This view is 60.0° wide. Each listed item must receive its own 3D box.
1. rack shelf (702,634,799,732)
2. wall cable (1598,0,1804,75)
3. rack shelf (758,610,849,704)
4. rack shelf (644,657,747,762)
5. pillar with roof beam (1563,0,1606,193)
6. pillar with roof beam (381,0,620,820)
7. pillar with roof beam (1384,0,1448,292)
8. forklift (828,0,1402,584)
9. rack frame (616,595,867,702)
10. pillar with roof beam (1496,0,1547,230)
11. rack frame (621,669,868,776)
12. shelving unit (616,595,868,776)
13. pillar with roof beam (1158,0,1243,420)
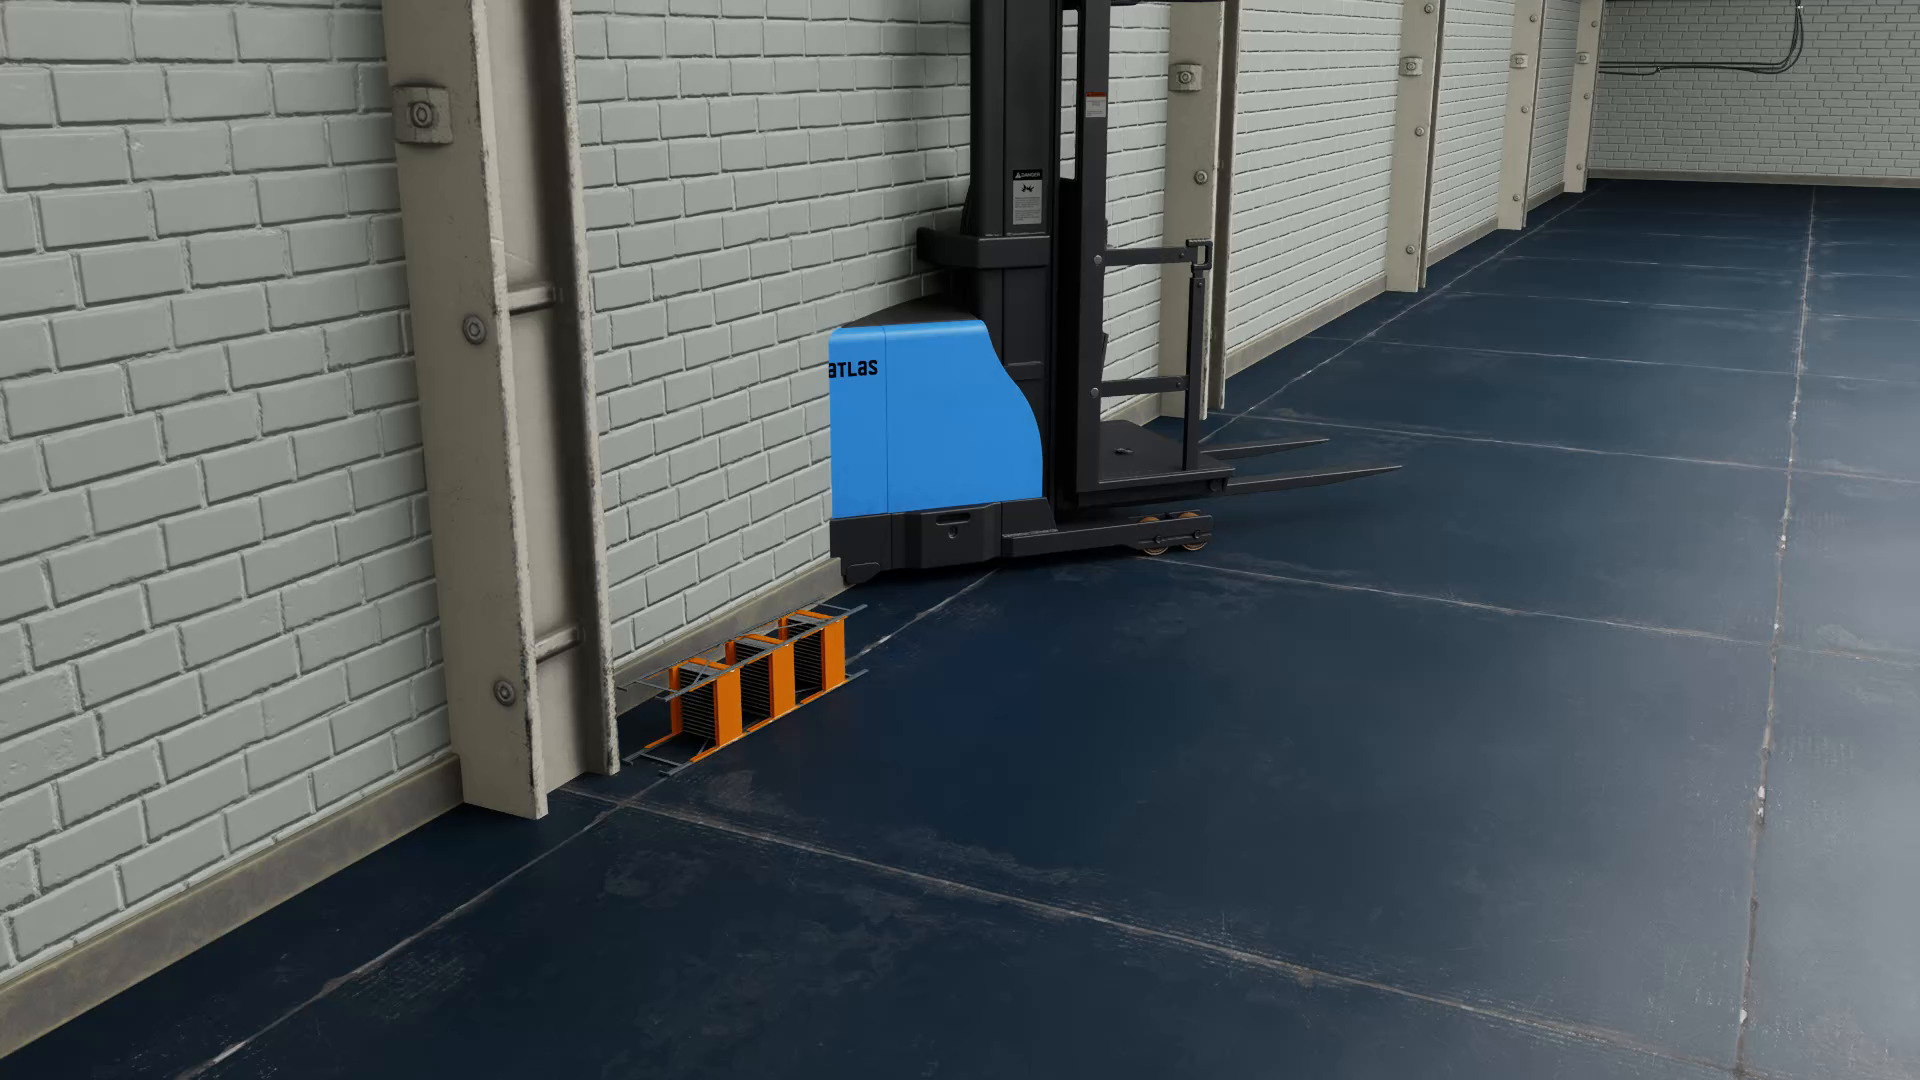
[{"bbox_3d":[-0.697,0.463,5.512,0.215,0.240,0.259,10,19,31],"label":"rack shelf"},{"bbox_3d":[11.951,-8.782,26.740,3.097,2.526,0.112,8,18,25],"label":"wall cable"},{"bbox_3d":[-0.546,0.395,5.743,0.215,0.240,0.259,10,19,31],"label":"rack shelf"},{"bbox_3d":[-0.846,0.530,5.287,0.215,0.240,0.259,10,19,31],"label":"rack shelf"},{"bbox_3d":[13.303,-9.140,22.494,9.100,9.000,0.400,8,18,25],"label":"pillar with roof beam"},{"bbox_3d":[2.579,-3.027,1.912,9.100,9.000,0.400,8,18,25],"label":"pillar with roof beam"},{"bbox_3d":[7.941,-6.084,12.203,9.100,9.000,0.400,8,18,25],"label":"pillar with roof beam"},{"bbox_3d":[0.580,-1.471,7.328,3.031,2.935,1.130,-6,18,-21],"label":"forklift"},{"bbox_3d":[-0.692,0.343,5.486,0.200,0.008,1.050,10,19,31],"label":"rack frame"},{"bbox_3d":[10.622,-7.612,17.348,9.100,9.000,0.400,8,18,25],"label":"pillar with roof beam"},{"bbox_3d":[-0.692,0.577,5.556,0.200,0.008,1.050,10,19,31],"label":"rack frame"},{"bbox_3d":[-0.692,0.460,5.521,0.215,0.252,1.050,10,19,31],"label":"shelving unit"},{"bbox_3d":[5.260,-4.556,7.057,9.100,9.000,0.400,8,18,25],"label":"pillar with roof beam"}]
